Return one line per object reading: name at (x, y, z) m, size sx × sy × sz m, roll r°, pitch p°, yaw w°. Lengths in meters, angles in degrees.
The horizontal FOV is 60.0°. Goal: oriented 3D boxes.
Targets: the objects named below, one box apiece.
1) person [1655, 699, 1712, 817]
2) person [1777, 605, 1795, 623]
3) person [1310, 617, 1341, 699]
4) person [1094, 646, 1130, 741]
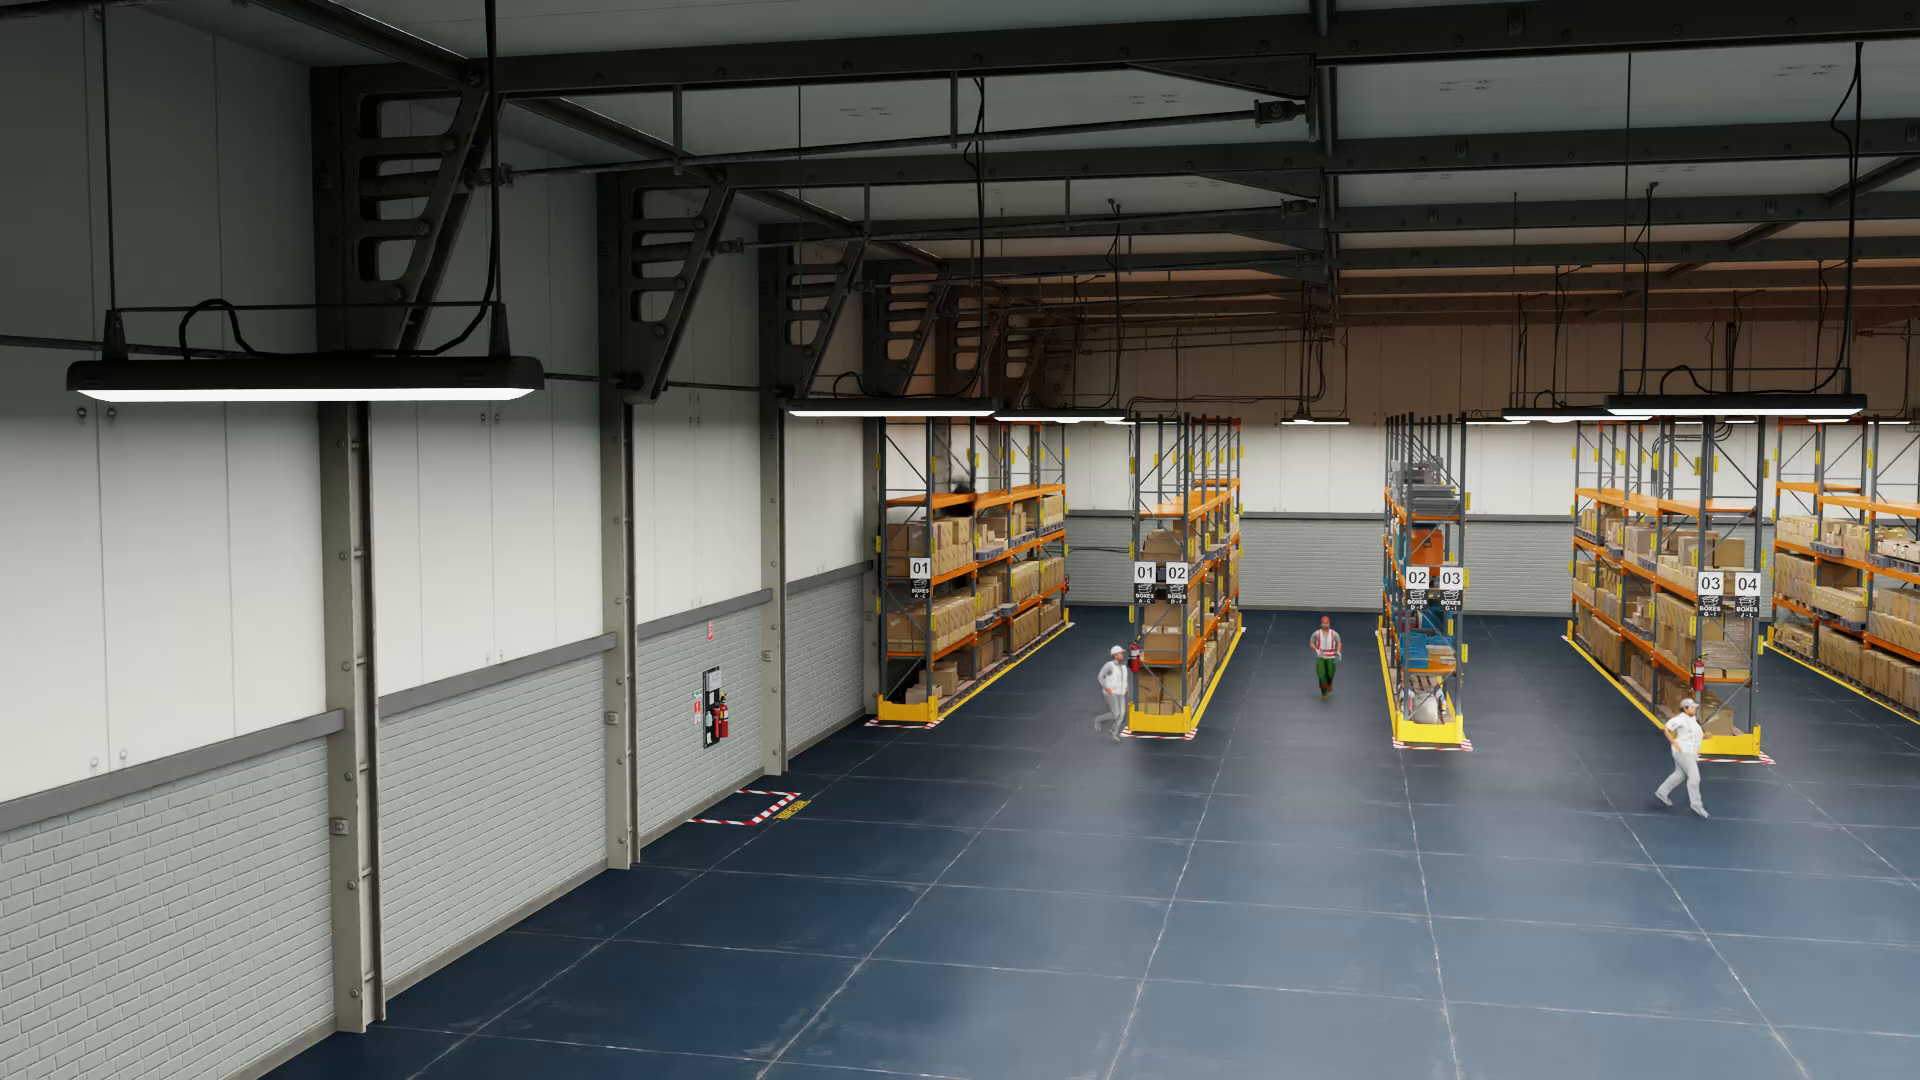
person at (10.798, 3.214, 24.806) m, size 0.837 × 1.719 × 0.594 m, roll 3°, pitch 5°, yaw 40°
person at (22.039, 1.839, 44.403) m, size 0.608 × 1.735 × 0.706 m, roll 1°, pitch 4°, yaw 8°
person at (7.695, 2.487, 35.016) m, size 0.655 × 1.742 × 0.594 m, roll 1°, pitch 4°, yaw 11°
person at (2.867, 2.803, 30.568) m, size 0.698 × 1.703 × 0.648 m, roll -3°, pitch 5°, yaw -39°
